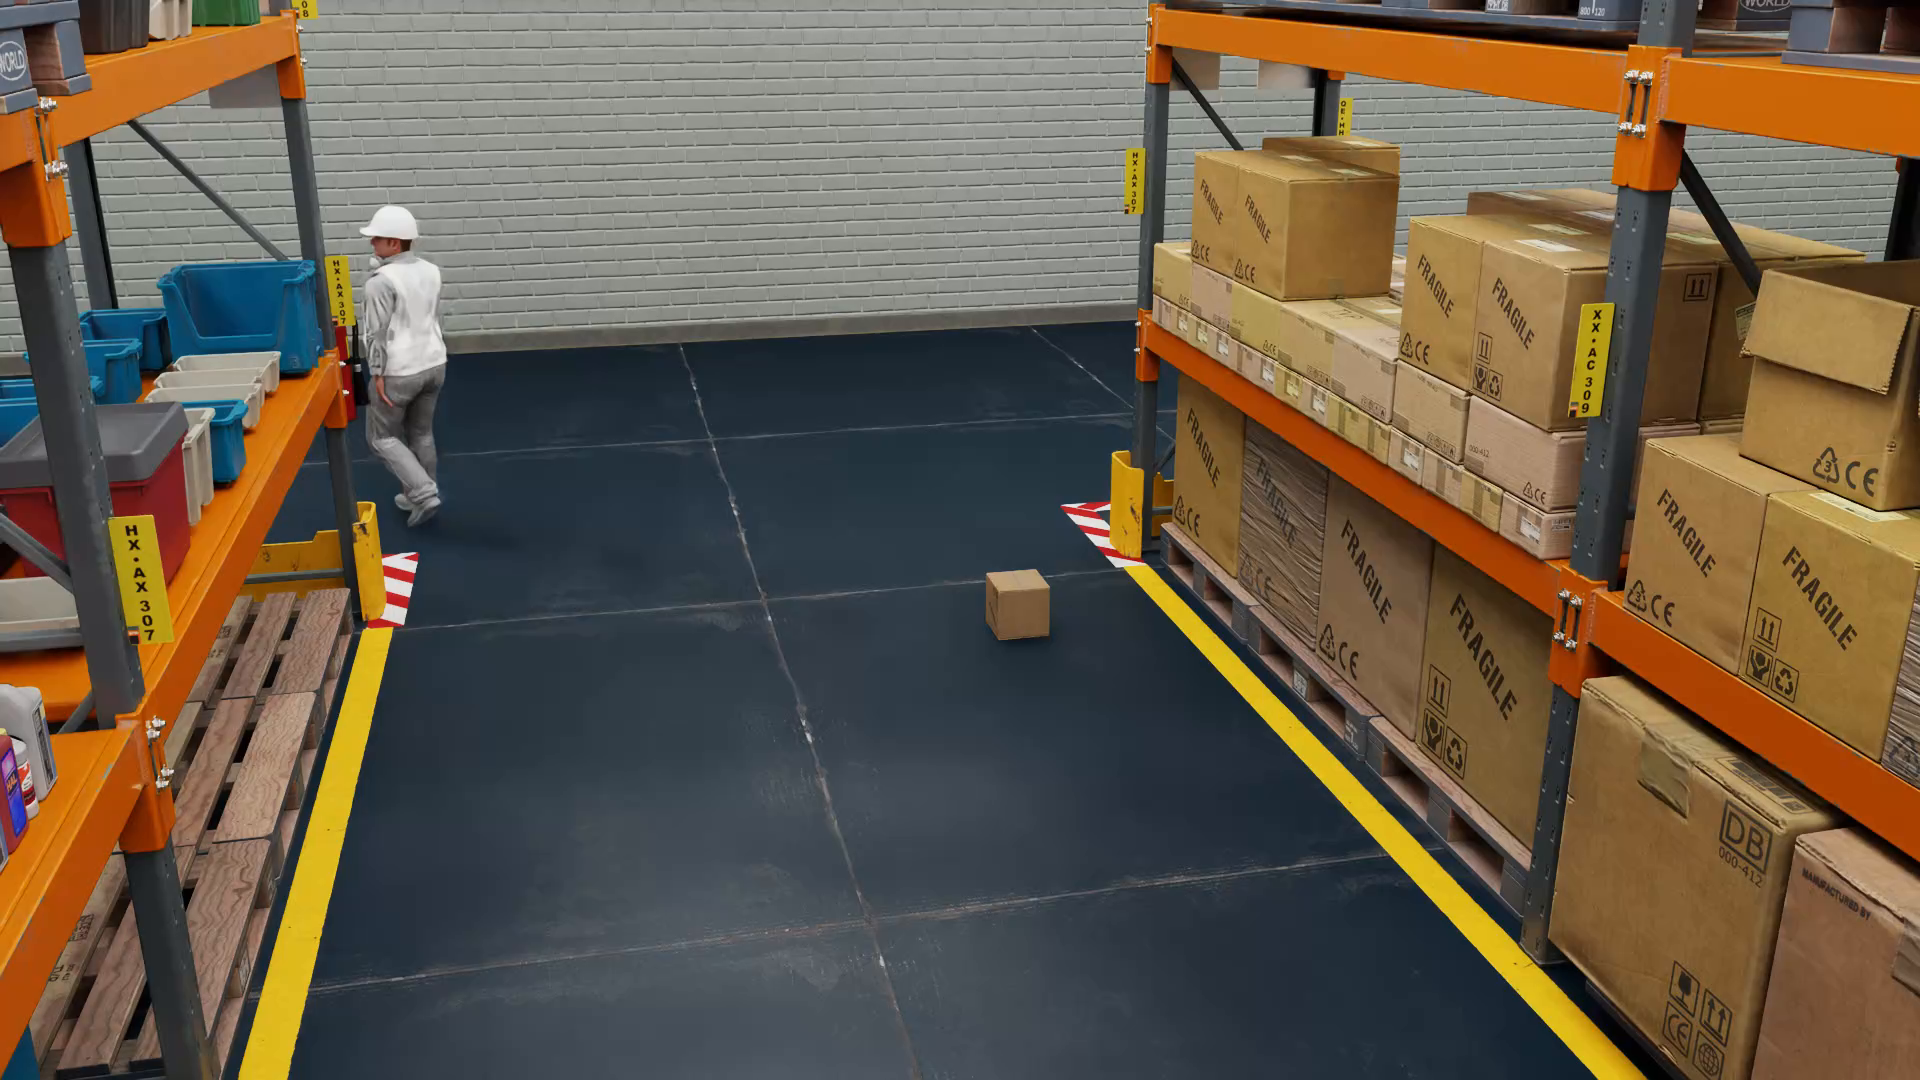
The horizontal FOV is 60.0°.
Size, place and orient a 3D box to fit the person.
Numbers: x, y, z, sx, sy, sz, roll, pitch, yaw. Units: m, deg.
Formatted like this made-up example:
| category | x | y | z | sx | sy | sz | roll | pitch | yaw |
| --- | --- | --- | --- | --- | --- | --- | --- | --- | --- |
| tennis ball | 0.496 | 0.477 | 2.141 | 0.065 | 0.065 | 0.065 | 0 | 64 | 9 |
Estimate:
| category | x | y | z | sx | sy | sz | roll | pitch | yaw |
| --- | --- | --- | --- | --- | --- | --- | --- | --- | --- |
| person | -3.069 | -0.941 | 9.141 | 0.525 | 1.783 | 0.547 | 11 | 22 | 28 |
